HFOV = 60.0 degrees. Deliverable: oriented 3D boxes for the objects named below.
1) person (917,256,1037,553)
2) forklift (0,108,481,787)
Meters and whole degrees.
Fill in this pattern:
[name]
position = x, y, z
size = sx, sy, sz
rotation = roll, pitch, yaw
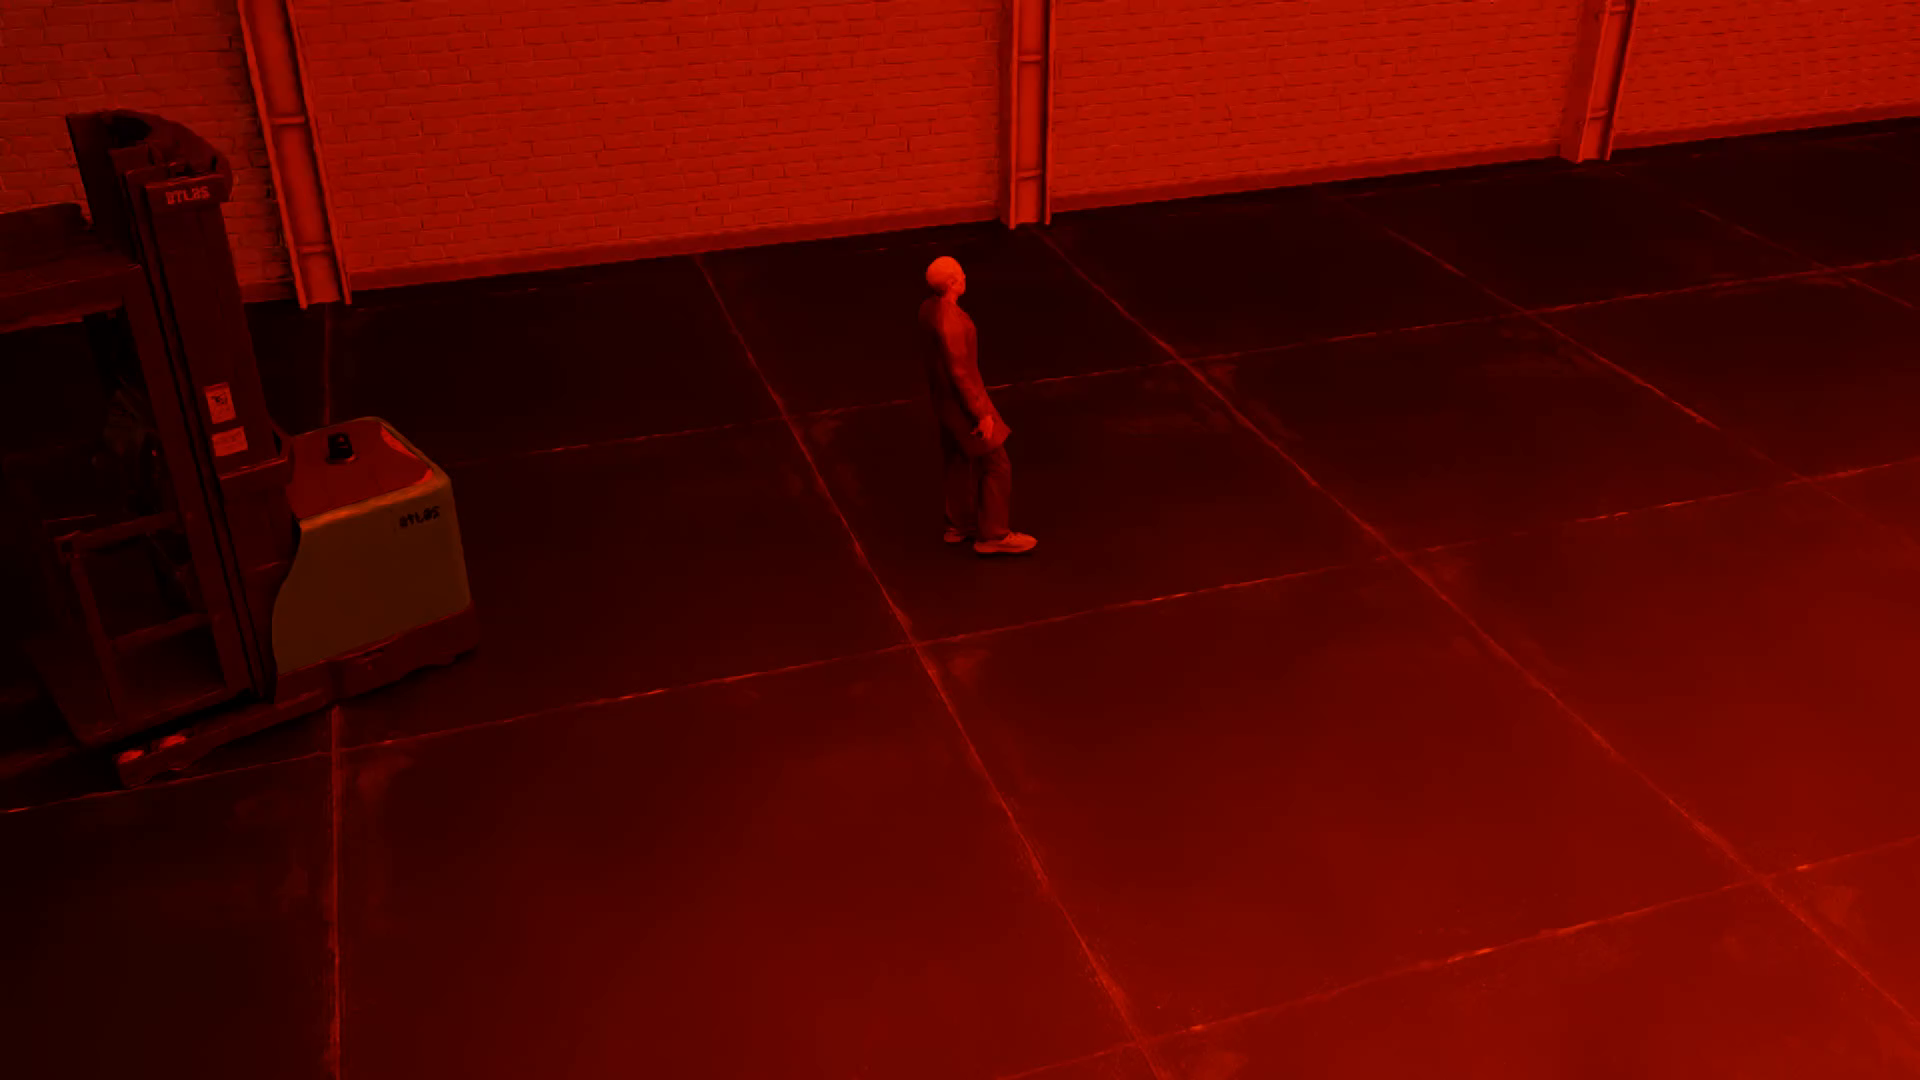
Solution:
[person]
position = 0.086, -0.790, 9.599
size = 0.586, 1.775, 0.694
rotation = -10, 31, -16
[forklift]
position = -4.046, -0.390, 7.766
size = 3.031, 2.935, 1.130
rotation = -22, 36, -33
